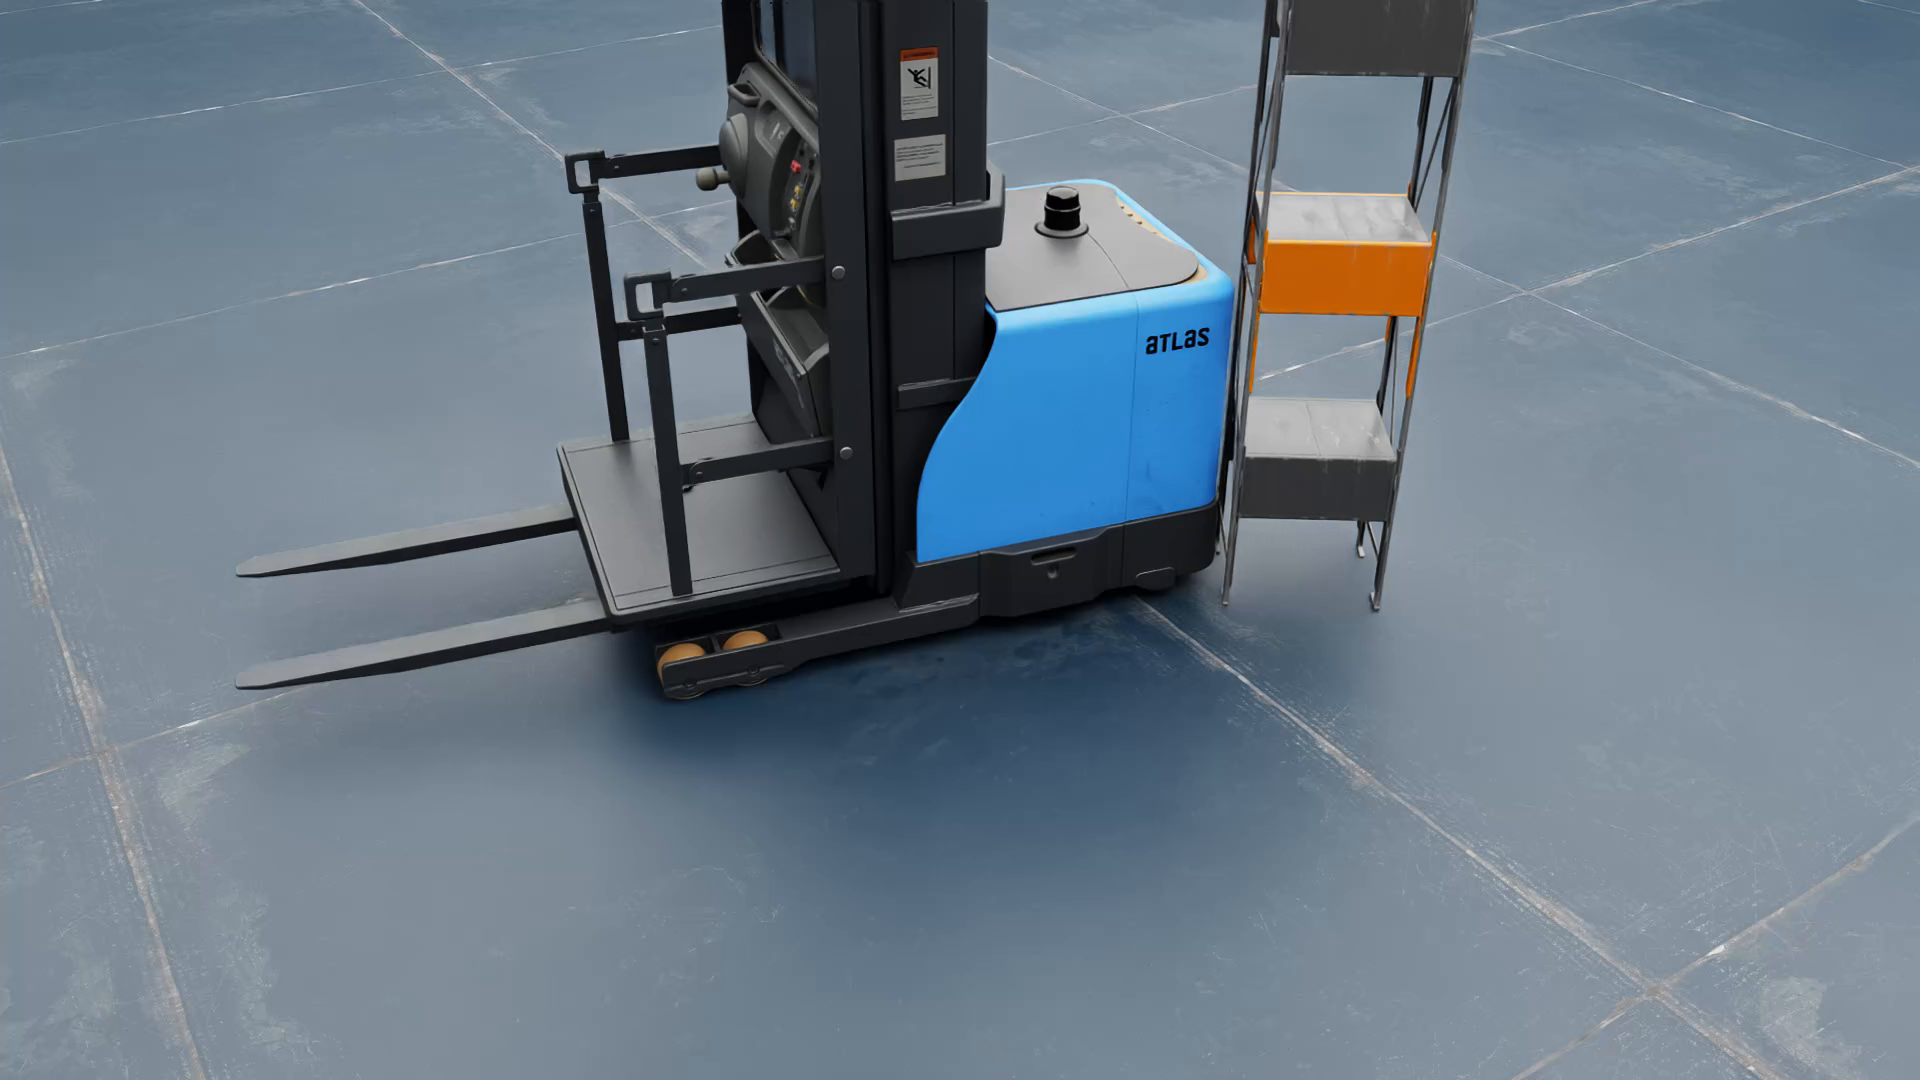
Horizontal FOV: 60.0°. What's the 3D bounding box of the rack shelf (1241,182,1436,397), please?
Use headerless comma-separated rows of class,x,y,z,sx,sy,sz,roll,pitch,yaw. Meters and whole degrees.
rack shelf,1.117,-0.762,5.015,0.480,0.518,0.431,2,32,3

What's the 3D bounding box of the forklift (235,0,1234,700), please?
forklift,-0.729,-1.079,4.714,3.031,2.935,1.130,-11,34,-17

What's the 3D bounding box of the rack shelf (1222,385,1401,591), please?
rack shelf,1.117,-0.170,5.389,0.480,0.518,0.431,2,32,3

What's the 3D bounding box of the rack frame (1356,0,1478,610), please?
rack frame,1.361,-0.767,4.997,0.015,2.100,0.400,2,32,3

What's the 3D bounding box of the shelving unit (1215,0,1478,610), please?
shelving unit,1.117,-0.774,5.008,0.503,2.100,0.431,2,32,3

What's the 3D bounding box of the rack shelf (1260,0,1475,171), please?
rack shelf,1.117,-1.354,4.642,0.480,0.518,0.431,2,32,3

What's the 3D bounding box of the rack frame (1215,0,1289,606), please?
rack frame,0.874,-0.780,5.019,0.015,2.100,0.400,2,32,3
